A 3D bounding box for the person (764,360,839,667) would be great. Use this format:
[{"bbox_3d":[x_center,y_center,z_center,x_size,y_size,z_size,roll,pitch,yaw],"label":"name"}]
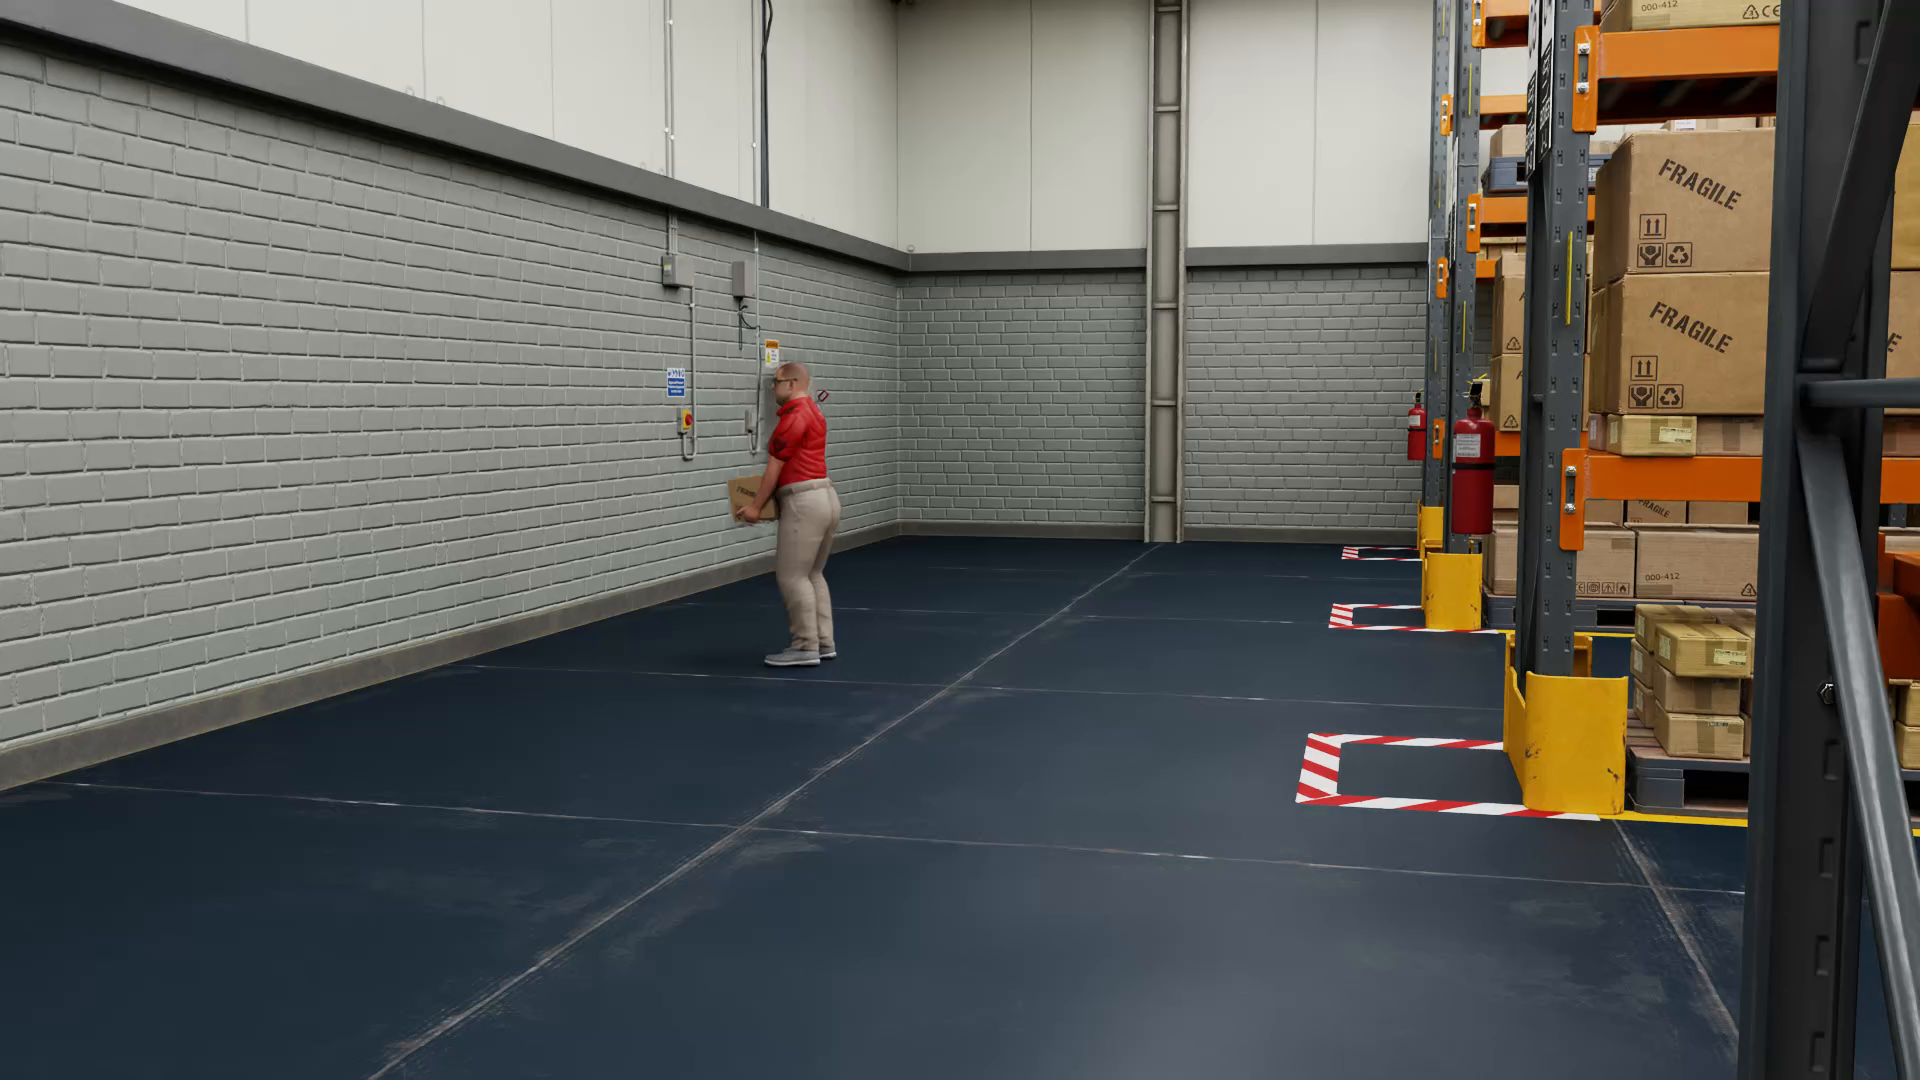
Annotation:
[{"bbox_3d":[-0.899,-0.157,9.473,0.389,1.727,0.606,1,5,10],"label":"person"}]
